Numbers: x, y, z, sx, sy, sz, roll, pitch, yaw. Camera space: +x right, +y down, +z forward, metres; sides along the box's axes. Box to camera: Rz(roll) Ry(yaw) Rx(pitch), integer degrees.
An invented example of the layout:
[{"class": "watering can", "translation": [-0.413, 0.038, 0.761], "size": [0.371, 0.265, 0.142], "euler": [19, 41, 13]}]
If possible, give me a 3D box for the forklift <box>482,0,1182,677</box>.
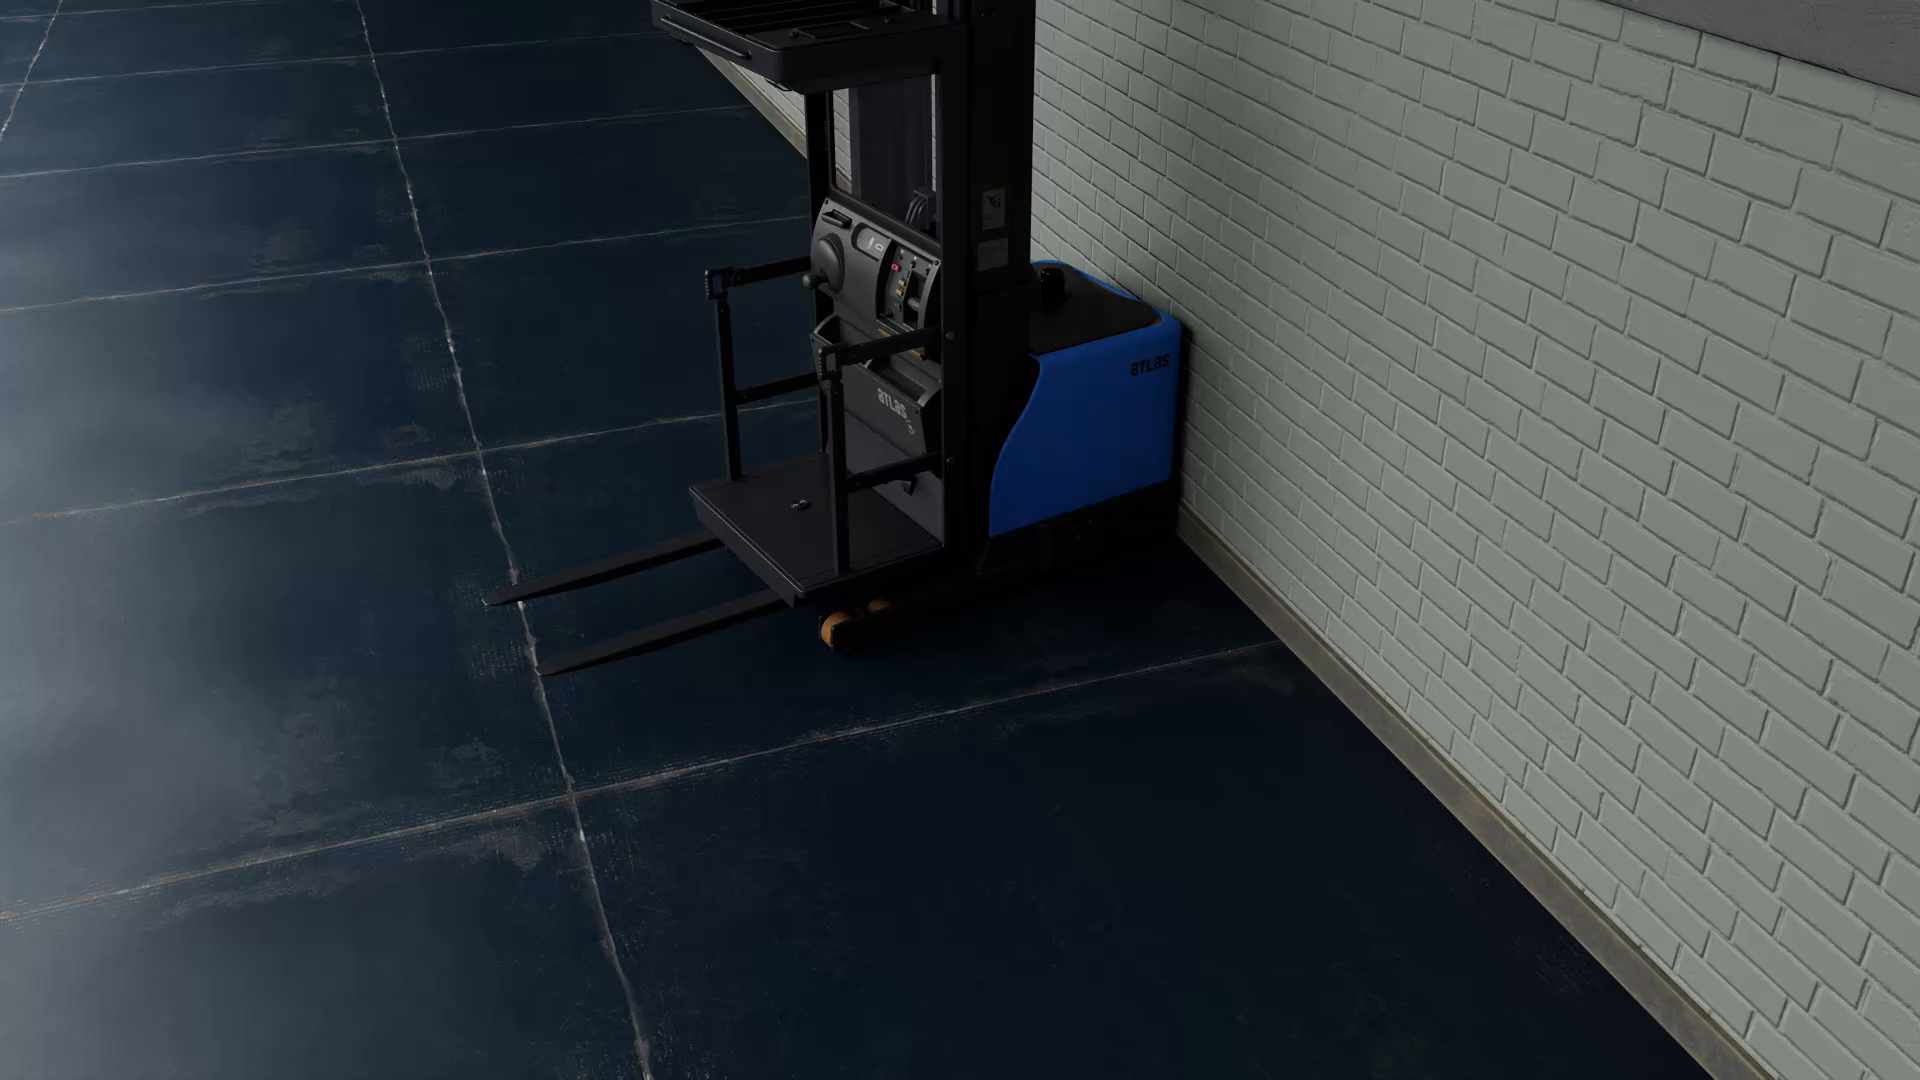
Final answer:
[{"class": "forklift", "translation": [-0.527, -1.105, 6.728], "size": [3.031, 2.935, 1.130], "euler": [-18, 34, -28]}]
